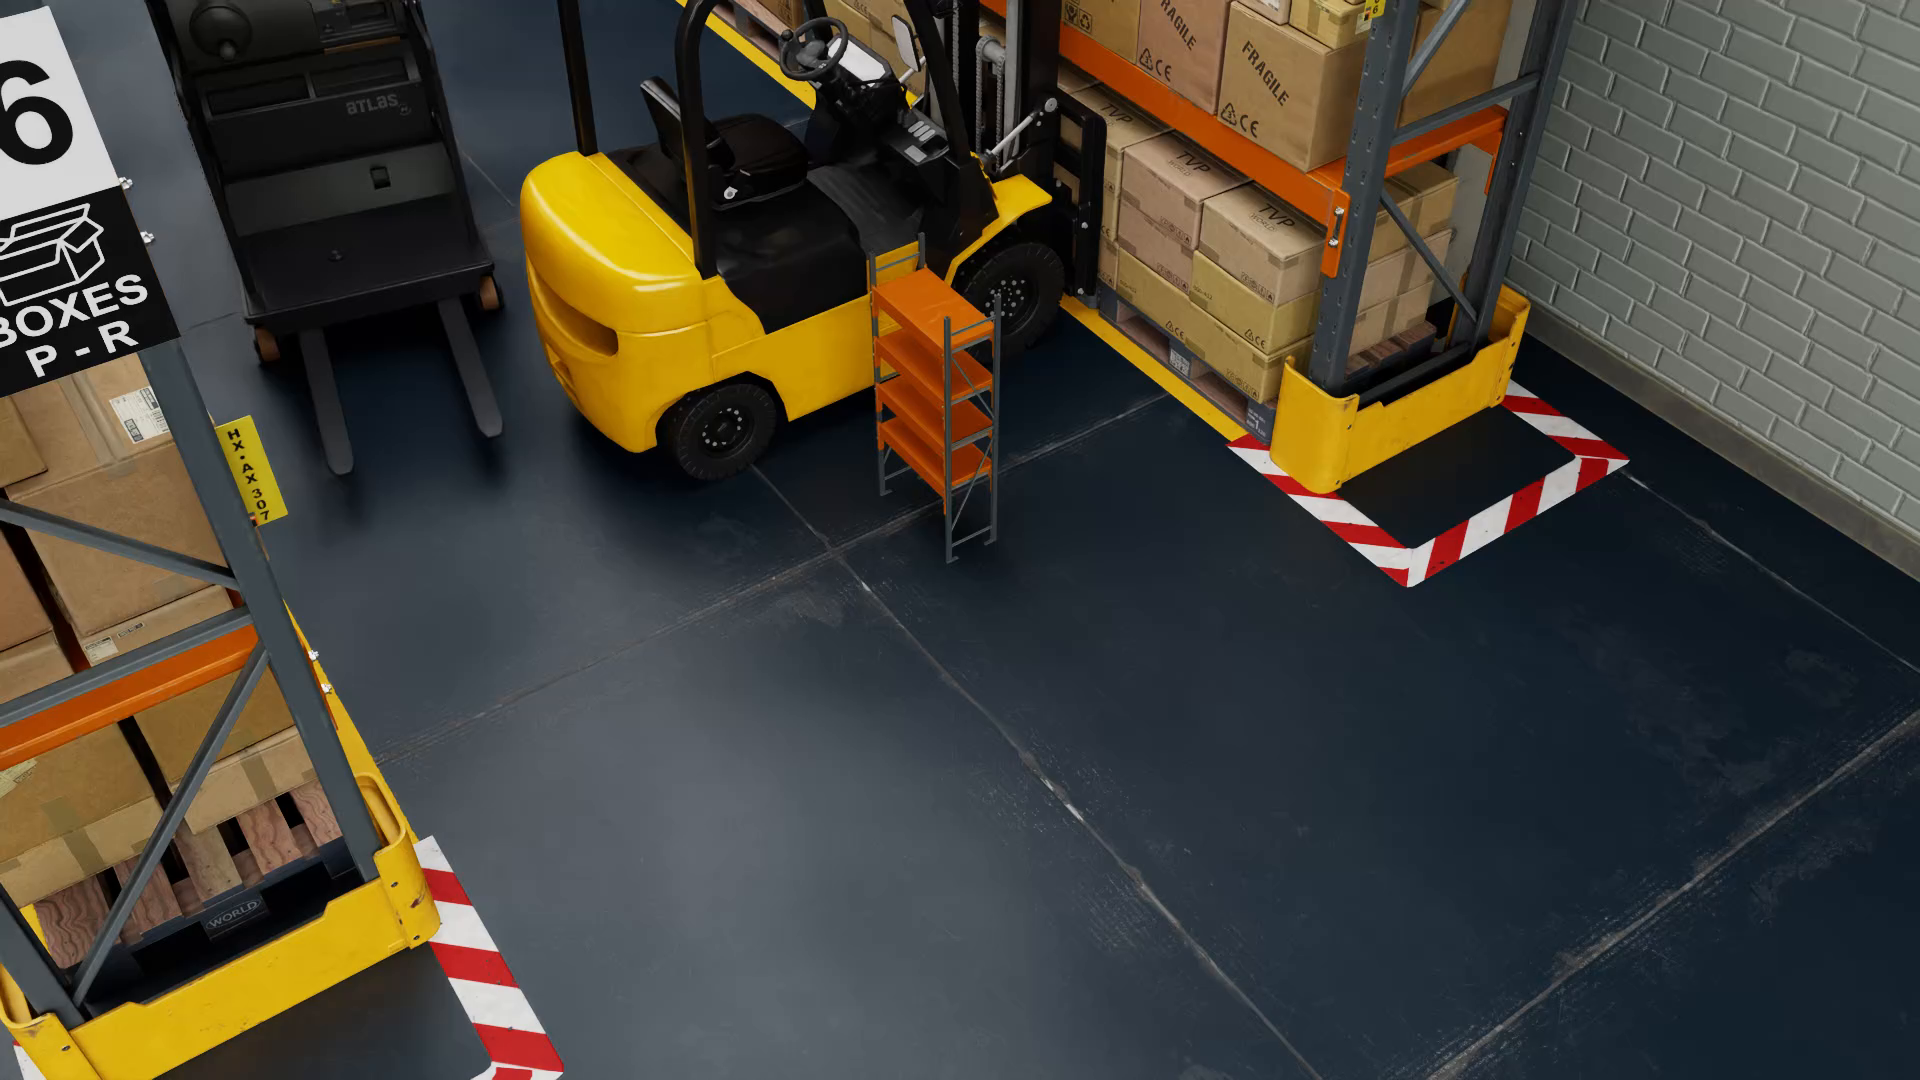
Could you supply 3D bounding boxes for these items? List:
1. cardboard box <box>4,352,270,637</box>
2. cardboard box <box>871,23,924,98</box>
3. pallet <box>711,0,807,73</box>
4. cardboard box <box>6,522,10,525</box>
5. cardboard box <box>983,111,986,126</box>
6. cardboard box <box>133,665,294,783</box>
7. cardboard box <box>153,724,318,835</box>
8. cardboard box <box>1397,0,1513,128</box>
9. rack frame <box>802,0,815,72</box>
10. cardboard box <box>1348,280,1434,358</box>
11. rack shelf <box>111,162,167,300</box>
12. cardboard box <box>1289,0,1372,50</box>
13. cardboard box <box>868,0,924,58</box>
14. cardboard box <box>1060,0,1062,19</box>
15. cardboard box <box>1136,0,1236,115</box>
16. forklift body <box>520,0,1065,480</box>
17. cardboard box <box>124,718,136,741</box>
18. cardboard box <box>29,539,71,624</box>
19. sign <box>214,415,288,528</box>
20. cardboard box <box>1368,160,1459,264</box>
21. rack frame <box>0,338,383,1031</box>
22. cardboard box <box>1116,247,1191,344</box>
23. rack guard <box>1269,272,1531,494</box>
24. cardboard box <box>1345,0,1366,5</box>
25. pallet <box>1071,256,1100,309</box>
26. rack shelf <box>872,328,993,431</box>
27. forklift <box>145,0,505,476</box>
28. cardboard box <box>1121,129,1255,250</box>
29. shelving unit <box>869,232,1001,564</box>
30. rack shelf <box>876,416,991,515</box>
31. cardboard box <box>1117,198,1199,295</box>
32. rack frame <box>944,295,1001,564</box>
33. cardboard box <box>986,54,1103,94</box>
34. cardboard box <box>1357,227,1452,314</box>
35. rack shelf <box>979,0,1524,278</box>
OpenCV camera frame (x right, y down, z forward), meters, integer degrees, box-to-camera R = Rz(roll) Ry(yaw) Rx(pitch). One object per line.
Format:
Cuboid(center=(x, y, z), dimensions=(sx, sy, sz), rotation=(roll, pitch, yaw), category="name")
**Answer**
Cuboid(center=(-2.249, -0.159, 4.457), dimensions=(0.500, 0.500, 0.500), rotation=(-26, 50, -25), category="cardboard box")
Cuboid(center=(-0.112, -2.524, 8.547), dimensions=(0.500, 0.250, 0.500), rotation=(-26, 49, -25), category="cardboard box")
Cuboid(center=(-0.879, -3.259, 10.011), dimensions=(1.003, 0.211, 1.213), rotation=(-26, 49, -24), category="pallet")
Cuboid(center=(-3.025, -0.265, 4.568), dimensions=(0.500, 0.500, 0.500), rotation=(-26, 49, -24), category="cardboard box")
Cuboid(center=(0.454, -1.948, 7.943), dimensions=(0.500, 0.250, 0.500), rotation=(-26, 49, -25), category="cardboard box")
Cuboid(center=(-2.455, 0.354, 5.351), dimensions=(0.500, 0.500, 0.500), rotation=(-27, 50, -26), category="cardboard box")
Cuboid(center=(-2.441, 0.639, 5.596), dimensions=(0.500, 0.250, 0.500), rotation=(-26, 49, -25), category="cardboard box")
Cuboid(center=(1.808, -2.027, 6.629), dimensions=(0.500, 0.500, 0.500), rotation=(-24, 49, -23), category="cardboard box")
Cuboid(center=(-0.425, -3.866, 8.627), dimensions=(1.000, 3.000, 0.127), rotation=(-26, 49, -24), category="rack frame")
Cuboid(center=(1.743, -1.113, 7.431), dimensions=(0.500, 0.250, 0.500), rotation=(-26, 49, -24), category="cardboard box")
Cuboid(center=(-3.350, -1.595, 4.597), dimensions=(1.077, 0.370, 4.000), rotation=(-26, 49, -24), category="rack shelf")
Cuboid(center=(1.435, -1.957, 6.086), dimensions=(0.380, 0.149, 0.250), rotation=(-25, 49, -24), category="cardboard box")
Cuboid(center=(-0.122, -2.693, 8.362), dimensions=(0.500, 0.250, 0.500), rotation=(-26, 49, -24), category="cardboard box")
Cuboid(center=(0.487, -2.680, 7.312), dimensions=(0.500, 0.500, 0.500), rotation=(-25, 49, -24), category="cardboard box")
Cuboid(center=(1.077, -2.109, 6.715), dimensions=(0.500, 0.500, 0.500), rotation=(-24, 49, -23), category="cardboard box")
Cuboid(center=(-0.718, -1.647, 6.917), dimensions=(2.313, 2.155, 1.214), rotation=(-26, 49, -24), category="forklift body")
Cuboid(center=(-3.179, 0.557, 5.681), dimensions=(0.500, 0.250, 0.500), rotation=(-26, 49, -24), category="cardboard box")
Cuboid(center=(-2.387, 0.042, 4.716), dimensions=(0.380, 0.149, 0.250), rotation=(-25, 49, -24), category="cardboard box")
Cuboid(center=(-1.761, -0.165, 4.124), dimensions=(0.100, 0.325, 0.005), rotation=(-26, 49, -24), category="sign")
Cuboid(center=(1.743, -1.467, 7.077), dimensions=(0.500, 0.250, 0.500), rotation=(-26, 50, -25), category="cardboard box")
Cuboid(center=(-2.206, 0.362, 4.198), dimensions=(1.000, 3.000, 0.127), rotation=(-26, 49, -24), category="rack frame")
Cuboid(center=(1.059, -1.185, 7.506), dimensions=(0.500, 0.250, 0.500), rotation=(-26, 49, -24), category="cardboard box")
Cuboid(center=(1.877, -0.683, 7.103), dimensions=(1.175, 0.500, 0.348), rotation=(-26, 49, -24), category="rack guard")
Cuboid(center=(1.485, -2.099, 6.018), dimensions=(0.380, 0.149, 0.250), rotation=(-26, 49, -24), category="cardboard box")
Cuboid(center=(0.698, -1.699, 8.377), dimensions=(1.003, 0.211, 1.213), rotation=(-26, 49, -24), category="pallet")
Cuboid(center=(-0.095, -0.641, 6.326), dimensions=(0.258, 0.148, 0.480), rotation=(-26, 49, -24), category="rack shelf")
Cuboid(center=(-2.800, -2.211, 6.943), dimensions=(1.130, 2.935, 3.031), rotation=(-16, 46, -16), category="forklift")
Cuboid(center=(1.047, -1.544, 7.158), dimensions=(0.500, 0.250, 0.500), rotation=(-25, 49, -24), category="cardboard box")
Cuboid(center=(-0.095, -0.528, 6.434), dimensions=(0.258, 1.200, 0.503), rotation=(-26, 49, -24), category="shelving unit")
Cuboid(center=(-0.095, -0.335, 6.617), dimensions=(0.258, 0.148, 0.480), rotation=(-26, 49, -24), category="rack shelf")
Cuboid(center=(1.050, -1.379, 7.348), dimensions=(0.500, 0.250, 0.500), rotation=(-26, 50, -25), category="cardboard box")
Cuboid(center=(0.045, -0.390, 6.289), dimensions=(0.240, 1.200, 0.015), rotation=(-26, 49, -24), category="rack frame")
Cuboid(center=(0.466, -2.116, 7.757), dimensions=(0.500, 0.250, 0.500), rotation=(-27, 50, -25), category="cardboard box")
Cuboid(center=(1.765, -1.287, 7.251), dimensions=(0.500, 0.250, 0.500), rotation=(-25, 49, -24), category="cardboard box")
Cuboid(center=(0.719, -2.473, 7.689), dimensions=(1.077, 0.370, 4.000), rotation=(-26, 49, -24), category="rack shelf")
